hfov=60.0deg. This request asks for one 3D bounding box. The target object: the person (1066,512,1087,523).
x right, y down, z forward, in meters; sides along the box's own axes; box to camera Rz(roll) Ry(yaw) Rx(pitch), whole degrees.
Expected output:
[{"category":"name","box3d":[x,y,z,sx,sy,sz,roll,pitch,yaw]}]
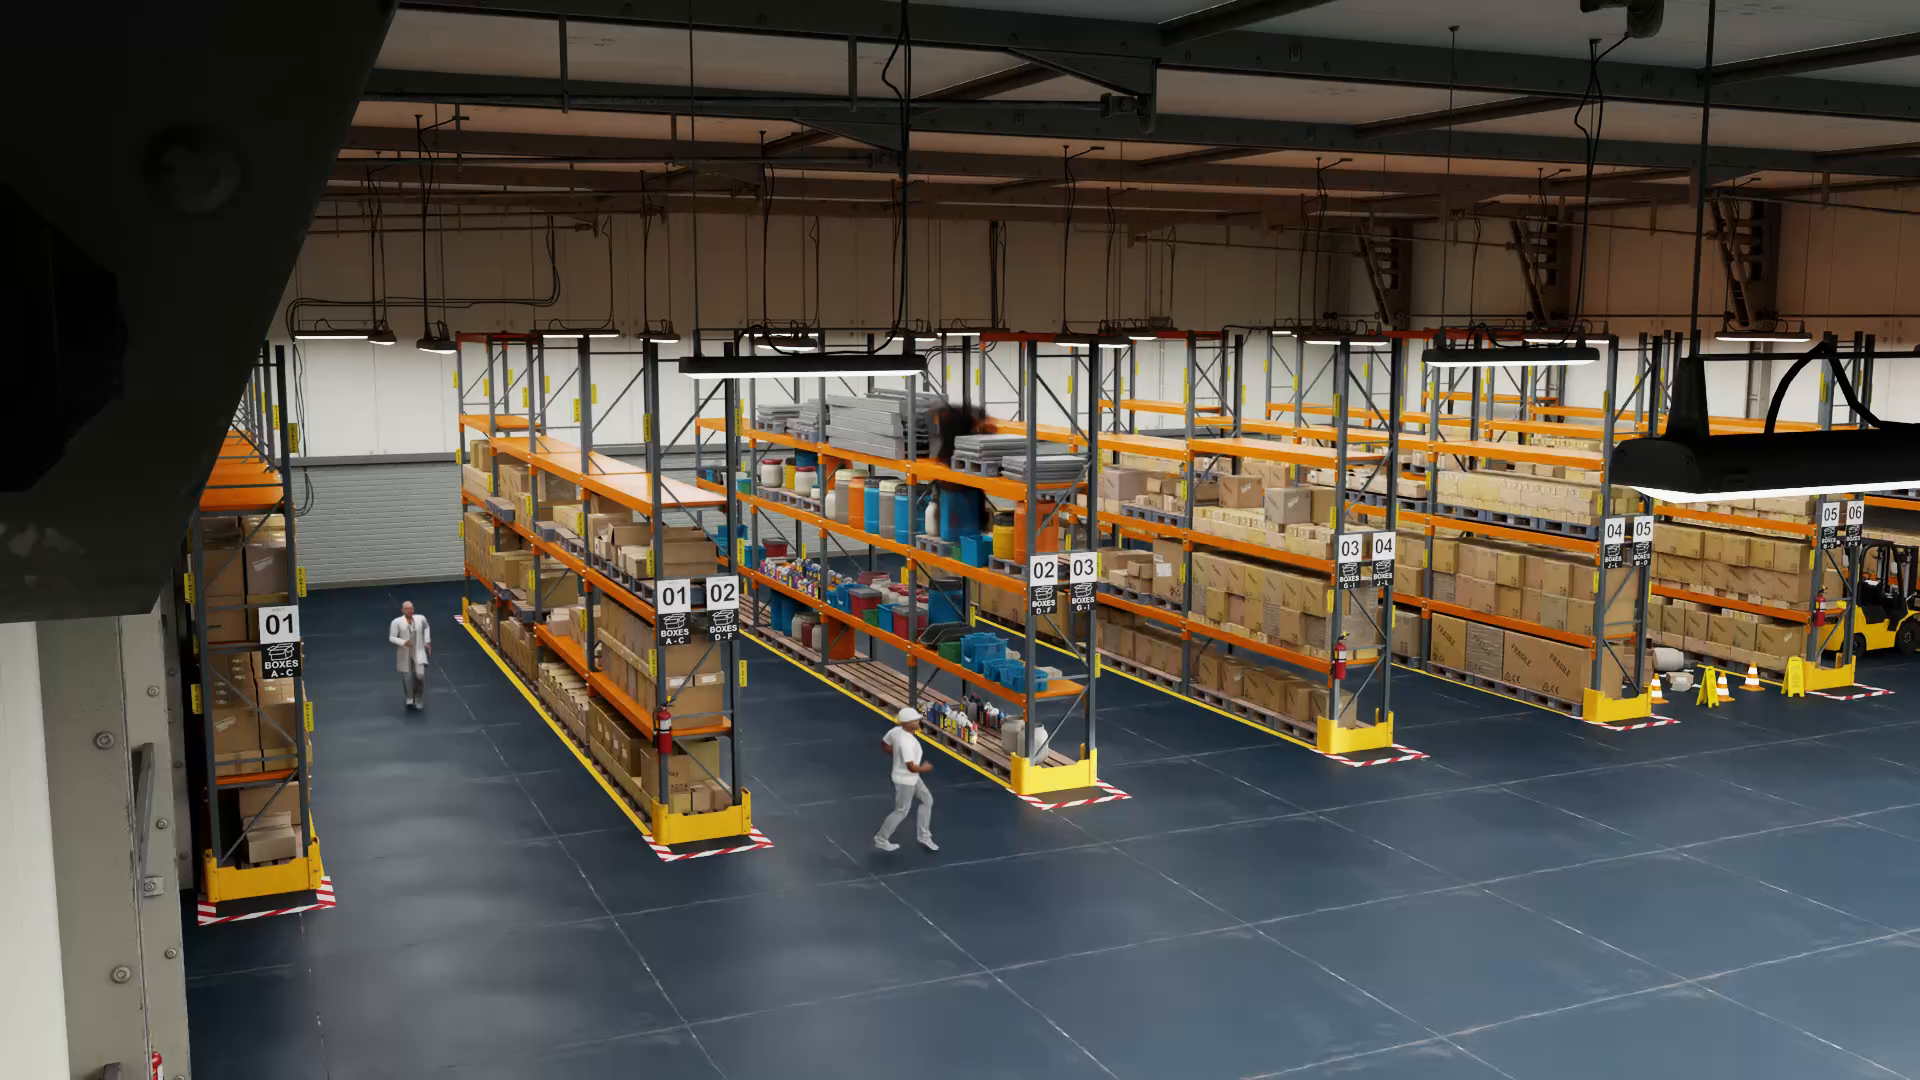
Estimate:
[{"category":"person","box3d":[2.979,-0.329,42.692,0.657,1.762,0.968,3,8,23]}]

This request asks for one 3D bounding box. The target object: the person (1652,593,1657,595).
[{"category":"person","box3d":[14.228,0.949,33.833,0.649,1.686,0.858,-6,9,-36]}]

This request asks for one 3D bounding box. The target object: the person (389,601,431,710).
[{"category":"person","box3d":[-8.826,1.862,26.746,0.659,1.779,0.849,-3,8,-24]}]

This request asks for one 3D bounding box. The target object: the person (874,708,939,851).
[{"category":"person","box3d":[-0.627,2.842,19.520,0.781,1.796,0.687,0,8,-4]}]
